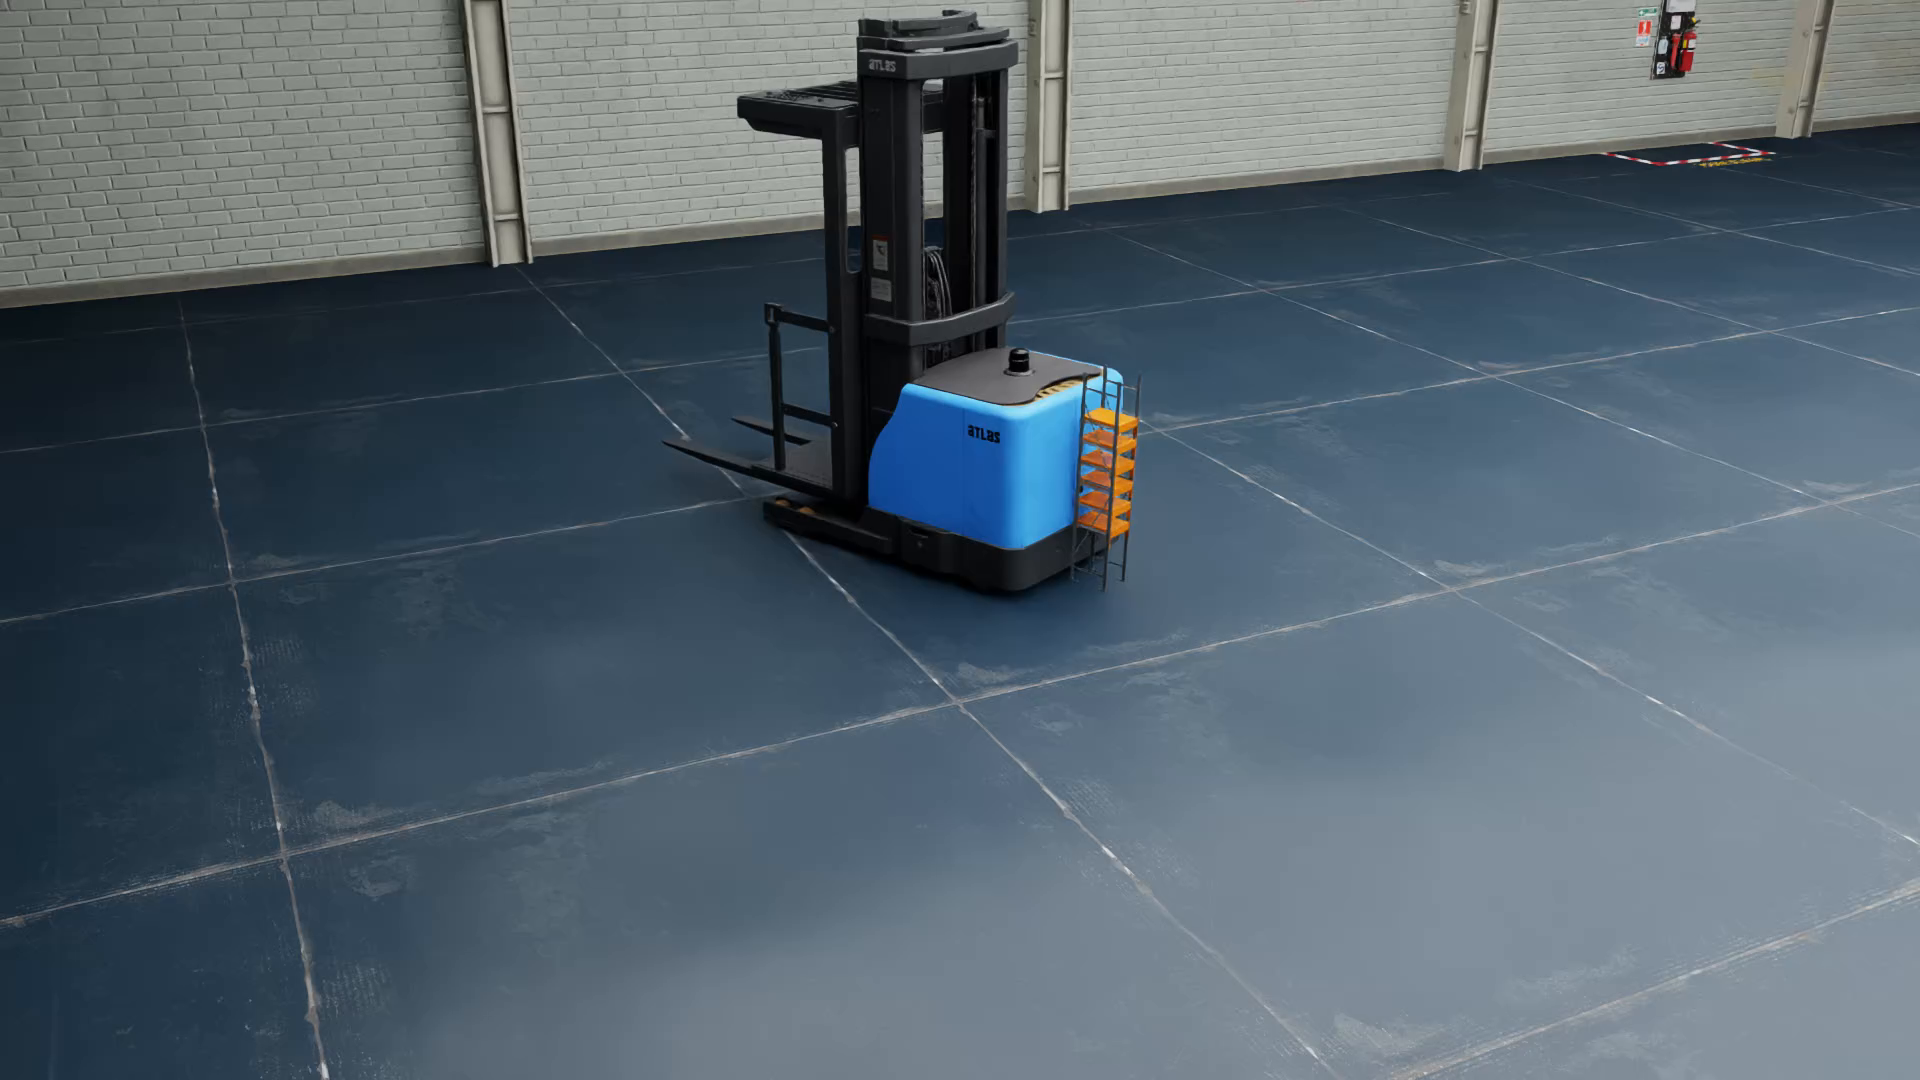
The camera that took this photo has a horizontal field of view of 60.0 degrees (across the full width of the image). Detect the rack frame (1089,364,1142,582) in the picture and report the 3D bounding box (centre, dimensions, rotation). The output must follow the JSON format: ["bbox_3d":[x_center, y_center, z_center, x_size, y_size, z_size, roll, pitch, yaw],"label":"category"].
[{"bbox_3d":[0.839,-0.351,9.014,0.240,1.200,0.006,20,30,35],"label":"rack frame"}]

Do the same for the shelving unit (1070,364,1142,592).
[{"bbox_3d":[0.780,-0.324,8.949,0.258,1.200,0.189,20,30,35],"label":"shelving unit"}]

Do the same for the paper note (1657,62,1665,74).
[{"bbox_3d":[9.360,-6.299,22.197,0.142,0.148,0.016,-10,25,-24],"label":"paper note"}]

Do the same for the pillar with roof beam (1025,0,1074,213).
[{"bbox_3d":[2.847,-6.406,13.461,0.400,9.000,9.100,-10,25,-24],"label":"pillar with roof beam"}]

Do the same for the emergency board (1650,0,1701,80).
[{"bbox_3d":[9.549,-6.712,22.042,0.643,1.169,0.194,-10,25,-24],"label":"emergency board"}]

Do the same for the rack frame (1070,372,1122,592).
[{"bbox_3d":[0.721,-0.297,8.884,0.240,1.200,0.006,20,30,35],"label":"rack frame"}]

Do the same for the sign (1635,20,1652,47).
[{"bbox_3d":[9.006,-6.672,21.900,0.234,0.329,0.001,-10,25,-24],"label":"sign"}]

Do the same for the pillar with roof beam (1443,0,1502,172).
[{"bbox_3d":[8.253,-7.401,15.865,0.400,9.000,9.100,-10,25,-24],"label":"pillar with roof beam"}]

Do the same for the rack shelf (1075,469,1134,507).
[{"bbox_3d":[0.778,-0.283,8.967,0.258,0.103,0.180,20,30,35],"label":"rack shelf"}]

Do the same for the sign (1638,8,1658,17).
[{"bbox_3d":[9.014,-6.915,21.793,0.331,0.109,0.001,-10,25,-24],"label":"sign"}]

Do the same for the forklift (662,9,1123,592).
[{"bbox_3d":[-0.541,-1.520,9.590,3.031,2.935,1.130,17,28,36],"label":"forklift"}]

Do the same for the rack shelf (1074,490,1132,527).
[{"bbox_3d":[0.774,-0.174,9.016,0.258,0.103,0.180,20,30,35],"label":"rack shelf"}]

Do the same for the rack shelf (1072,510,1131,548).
[{"bbox_3d":[0.770,-0.065,9.065,0.258,0.103,0.180,20,30,35],"label":"rack shelf"}]

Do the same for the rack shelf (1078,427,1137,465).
[{"bbox_3d":[0.786,-0.502,8.869,0.258,0.103,0.180,20,30,35],"label":"rack shelf"}]

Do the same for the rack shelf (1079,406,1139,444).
[{"bbox_3d":[0.790,-0.612,8.820,0.258,0.103,0.180,20,30,35],"label":"rack shelf"}]

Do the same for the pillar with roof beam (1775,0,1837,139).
[{"bbox_3d":[13.659,-8.397,18.269,0.400,9.000,9.100,-10,25,-24],"label":"pillar with roof beam"}]

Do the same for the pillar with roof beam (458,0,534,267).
[{"bbox_3d":[-2.560,-5.411,11.056,0.400,9.000,9.100,-10,25,-24],"label":"pillar with roof beam"}]

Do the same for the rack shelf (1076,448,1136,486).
[{"bbox_3d":[0.782,-0.393,8.918,0.258,0.103,0.180,20,30,35],"label":"rack shelf"}]
